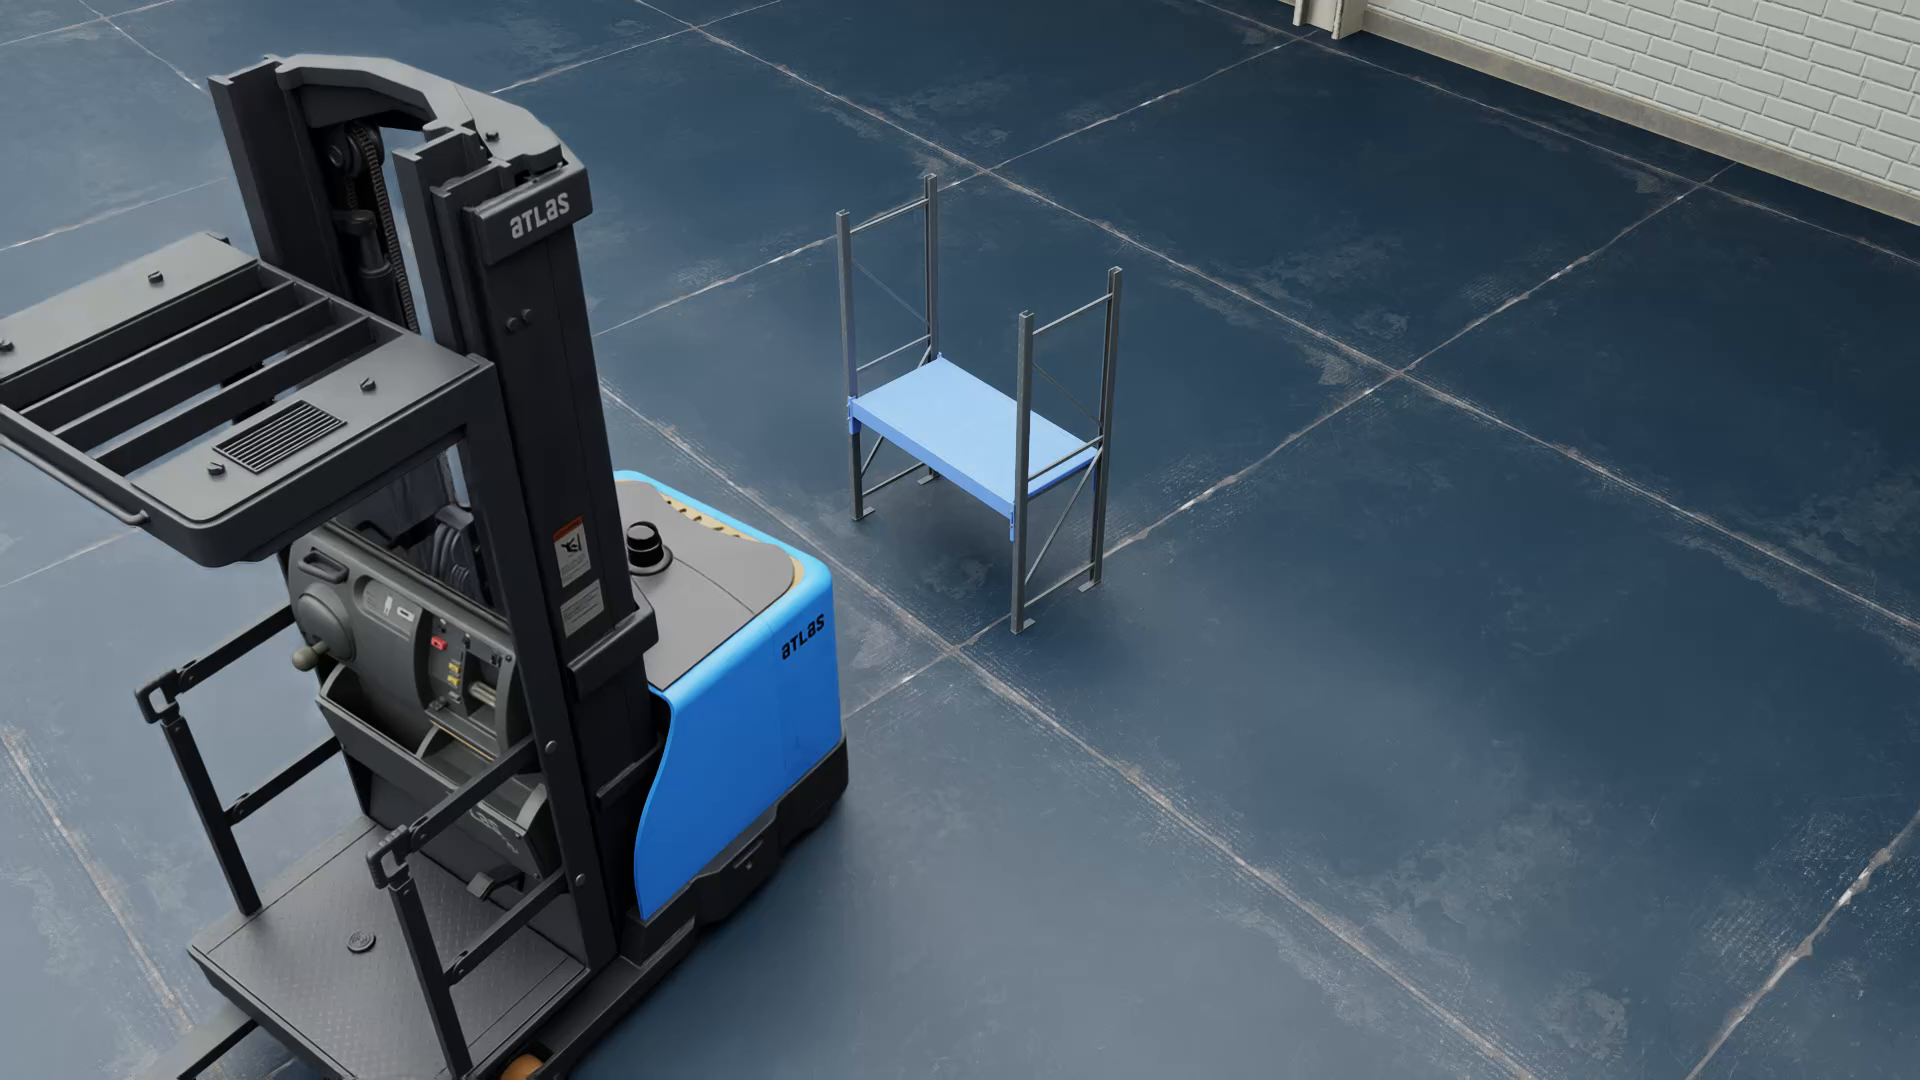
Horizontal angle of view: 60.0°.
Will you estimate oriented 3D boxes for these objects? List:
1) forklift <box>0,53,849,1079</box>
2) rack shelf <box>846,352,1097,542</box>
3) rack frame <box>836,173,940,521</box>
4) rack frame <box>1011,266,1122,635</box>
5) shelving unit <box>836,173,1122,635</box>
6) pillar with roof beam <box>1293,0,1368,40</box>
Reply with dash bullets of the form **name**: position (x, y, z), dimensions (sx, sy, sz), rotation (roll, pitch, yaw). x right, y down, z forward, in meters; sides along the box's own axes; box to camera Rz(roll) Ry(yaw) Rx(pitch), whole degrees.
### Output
- **forklift**: position (-1.678, 0.350, 4.484), dimensions (1.130, 2.935, 3.031), rotation (25, 45, 27)
- **rack shelf**: position (0.058, -0.404, 6.843), dimensions (0.538, 0.185, 1.000), rotation (-30, 48, -32)
- **rack frame**: position (-0.286, -0.779, 7.021), dimensions (0.500, 1.500, 0.032), rotation (-30, 48, -32)
- **rack frame**: position (0.401, -0.309, 6.439), dimensions (0.500, 1.500, 0.032), rotation (-30, 48, -32)
- **shelving unit**: position (0.058, -0.544, 6.730), dimensions (0.538, 1.500, 1.048), rotation (-30, 48, -32)
- **pillar with roof beam**: position (-0.570, -5.303, 6.654), dimensions (9.100, 9.000, 0.400), rotation (-30, 48, -32)
